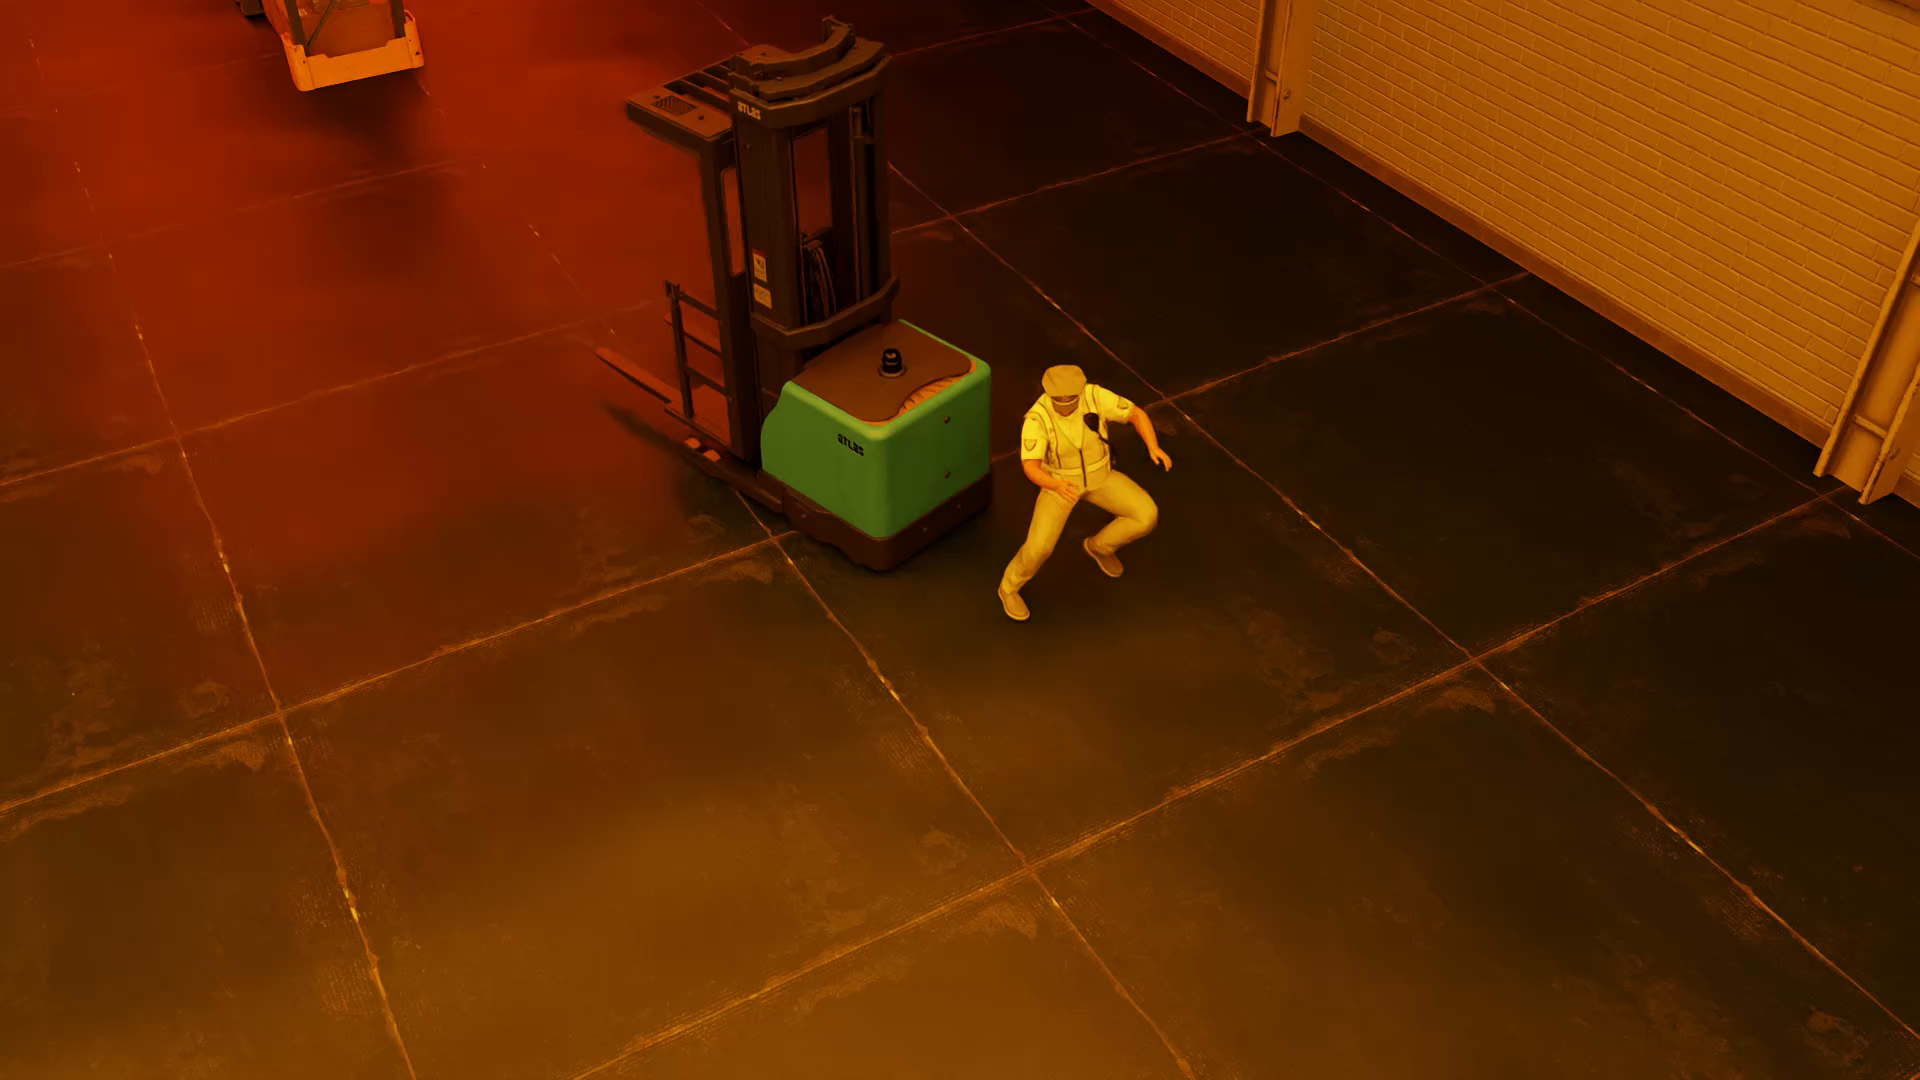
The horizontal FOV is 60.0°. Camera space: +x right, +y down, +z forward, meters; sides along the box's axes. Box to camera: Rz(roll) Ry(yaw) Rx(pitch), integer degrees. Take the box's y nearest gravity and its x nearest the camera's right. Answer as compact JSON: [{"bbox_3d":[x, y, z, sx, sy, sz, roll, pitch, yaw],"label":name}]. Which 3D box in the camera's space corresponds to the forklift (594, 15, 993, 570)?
[{"bbox_3d":[-1.215,-1.766,10.165,3.031,2.935,1.130,31,49,32],"label":"forklift"}]

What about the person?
[{"bbox_3d":[0.686,-0.282,9.489,0.916,1.498,0.829,-9,40,-11],"label":"person"}]
